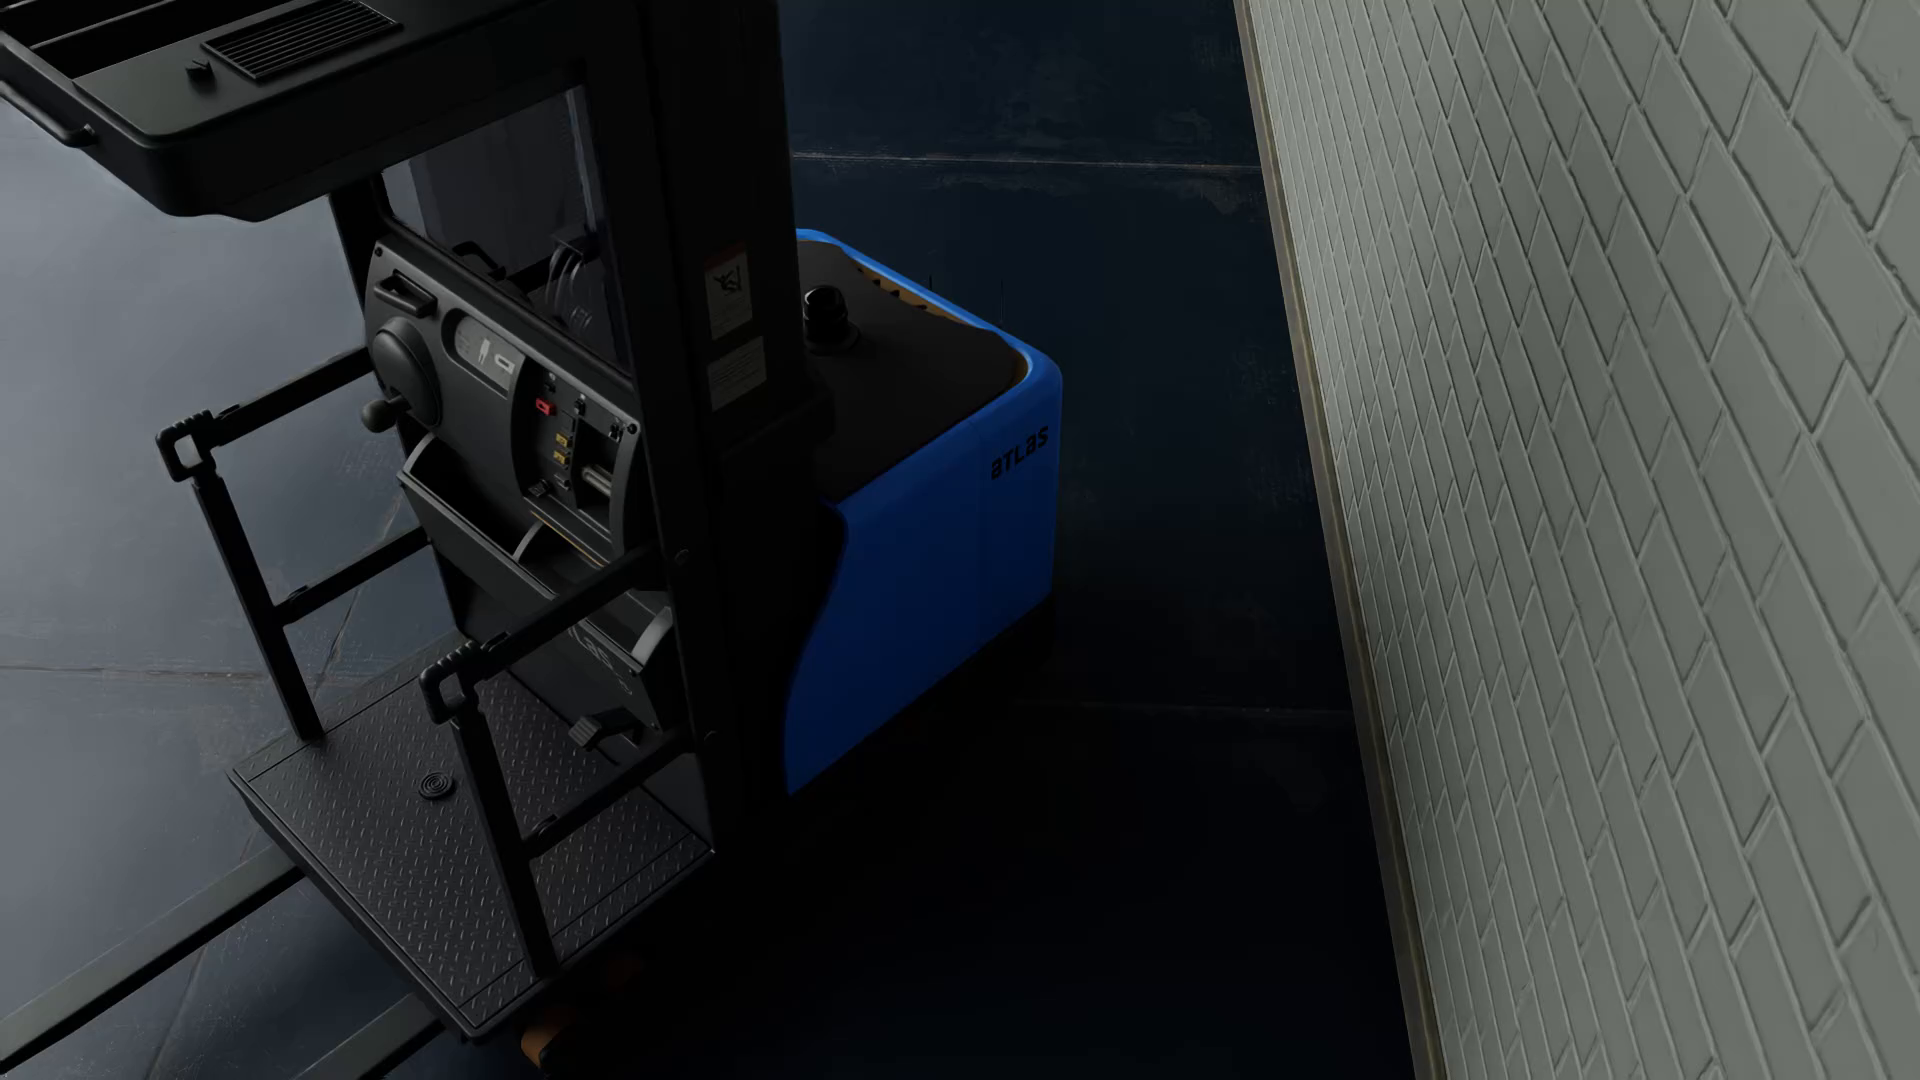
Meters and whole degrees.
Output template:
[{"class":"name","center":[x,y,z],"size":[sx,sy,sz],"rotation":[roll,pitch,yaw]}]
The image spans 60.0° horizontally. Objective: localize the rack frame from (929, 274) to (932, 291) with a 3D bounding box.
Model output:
[{"class":"rack frame","center":[-0.087,-0.349,4.965],"size":[0.006,0.900,0.240],"rotation":[1,43,1]}]

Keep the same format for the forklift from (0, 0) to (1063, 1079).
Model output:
[{"class":"forklift","center":[-1.106,-0.225,3.341],"size":[1.130,2.935,3.031],"rotation":[33,52,30]}]

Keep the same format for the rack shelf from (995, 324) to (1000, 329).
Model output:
[{"class":"rack shelf","center":[0.015,-0.521,4.802],"size":[0.200,0.077,0.258],"rotation":[1,43,1]}]

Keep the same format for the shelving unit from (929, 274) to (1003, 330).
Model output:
[{"class":"shelving unit","center":[0.015,-0.348,4.963],"size":[0.210,0.900,0.258],"rotation":[1,43,1]}]

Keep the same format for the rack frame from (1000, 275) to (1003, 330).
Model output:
[{"class":"rack frame","center":[0.116,-0.346,4.961],"size":[0.006,0.900,0.240],"rotation":[1,43,1]}]
